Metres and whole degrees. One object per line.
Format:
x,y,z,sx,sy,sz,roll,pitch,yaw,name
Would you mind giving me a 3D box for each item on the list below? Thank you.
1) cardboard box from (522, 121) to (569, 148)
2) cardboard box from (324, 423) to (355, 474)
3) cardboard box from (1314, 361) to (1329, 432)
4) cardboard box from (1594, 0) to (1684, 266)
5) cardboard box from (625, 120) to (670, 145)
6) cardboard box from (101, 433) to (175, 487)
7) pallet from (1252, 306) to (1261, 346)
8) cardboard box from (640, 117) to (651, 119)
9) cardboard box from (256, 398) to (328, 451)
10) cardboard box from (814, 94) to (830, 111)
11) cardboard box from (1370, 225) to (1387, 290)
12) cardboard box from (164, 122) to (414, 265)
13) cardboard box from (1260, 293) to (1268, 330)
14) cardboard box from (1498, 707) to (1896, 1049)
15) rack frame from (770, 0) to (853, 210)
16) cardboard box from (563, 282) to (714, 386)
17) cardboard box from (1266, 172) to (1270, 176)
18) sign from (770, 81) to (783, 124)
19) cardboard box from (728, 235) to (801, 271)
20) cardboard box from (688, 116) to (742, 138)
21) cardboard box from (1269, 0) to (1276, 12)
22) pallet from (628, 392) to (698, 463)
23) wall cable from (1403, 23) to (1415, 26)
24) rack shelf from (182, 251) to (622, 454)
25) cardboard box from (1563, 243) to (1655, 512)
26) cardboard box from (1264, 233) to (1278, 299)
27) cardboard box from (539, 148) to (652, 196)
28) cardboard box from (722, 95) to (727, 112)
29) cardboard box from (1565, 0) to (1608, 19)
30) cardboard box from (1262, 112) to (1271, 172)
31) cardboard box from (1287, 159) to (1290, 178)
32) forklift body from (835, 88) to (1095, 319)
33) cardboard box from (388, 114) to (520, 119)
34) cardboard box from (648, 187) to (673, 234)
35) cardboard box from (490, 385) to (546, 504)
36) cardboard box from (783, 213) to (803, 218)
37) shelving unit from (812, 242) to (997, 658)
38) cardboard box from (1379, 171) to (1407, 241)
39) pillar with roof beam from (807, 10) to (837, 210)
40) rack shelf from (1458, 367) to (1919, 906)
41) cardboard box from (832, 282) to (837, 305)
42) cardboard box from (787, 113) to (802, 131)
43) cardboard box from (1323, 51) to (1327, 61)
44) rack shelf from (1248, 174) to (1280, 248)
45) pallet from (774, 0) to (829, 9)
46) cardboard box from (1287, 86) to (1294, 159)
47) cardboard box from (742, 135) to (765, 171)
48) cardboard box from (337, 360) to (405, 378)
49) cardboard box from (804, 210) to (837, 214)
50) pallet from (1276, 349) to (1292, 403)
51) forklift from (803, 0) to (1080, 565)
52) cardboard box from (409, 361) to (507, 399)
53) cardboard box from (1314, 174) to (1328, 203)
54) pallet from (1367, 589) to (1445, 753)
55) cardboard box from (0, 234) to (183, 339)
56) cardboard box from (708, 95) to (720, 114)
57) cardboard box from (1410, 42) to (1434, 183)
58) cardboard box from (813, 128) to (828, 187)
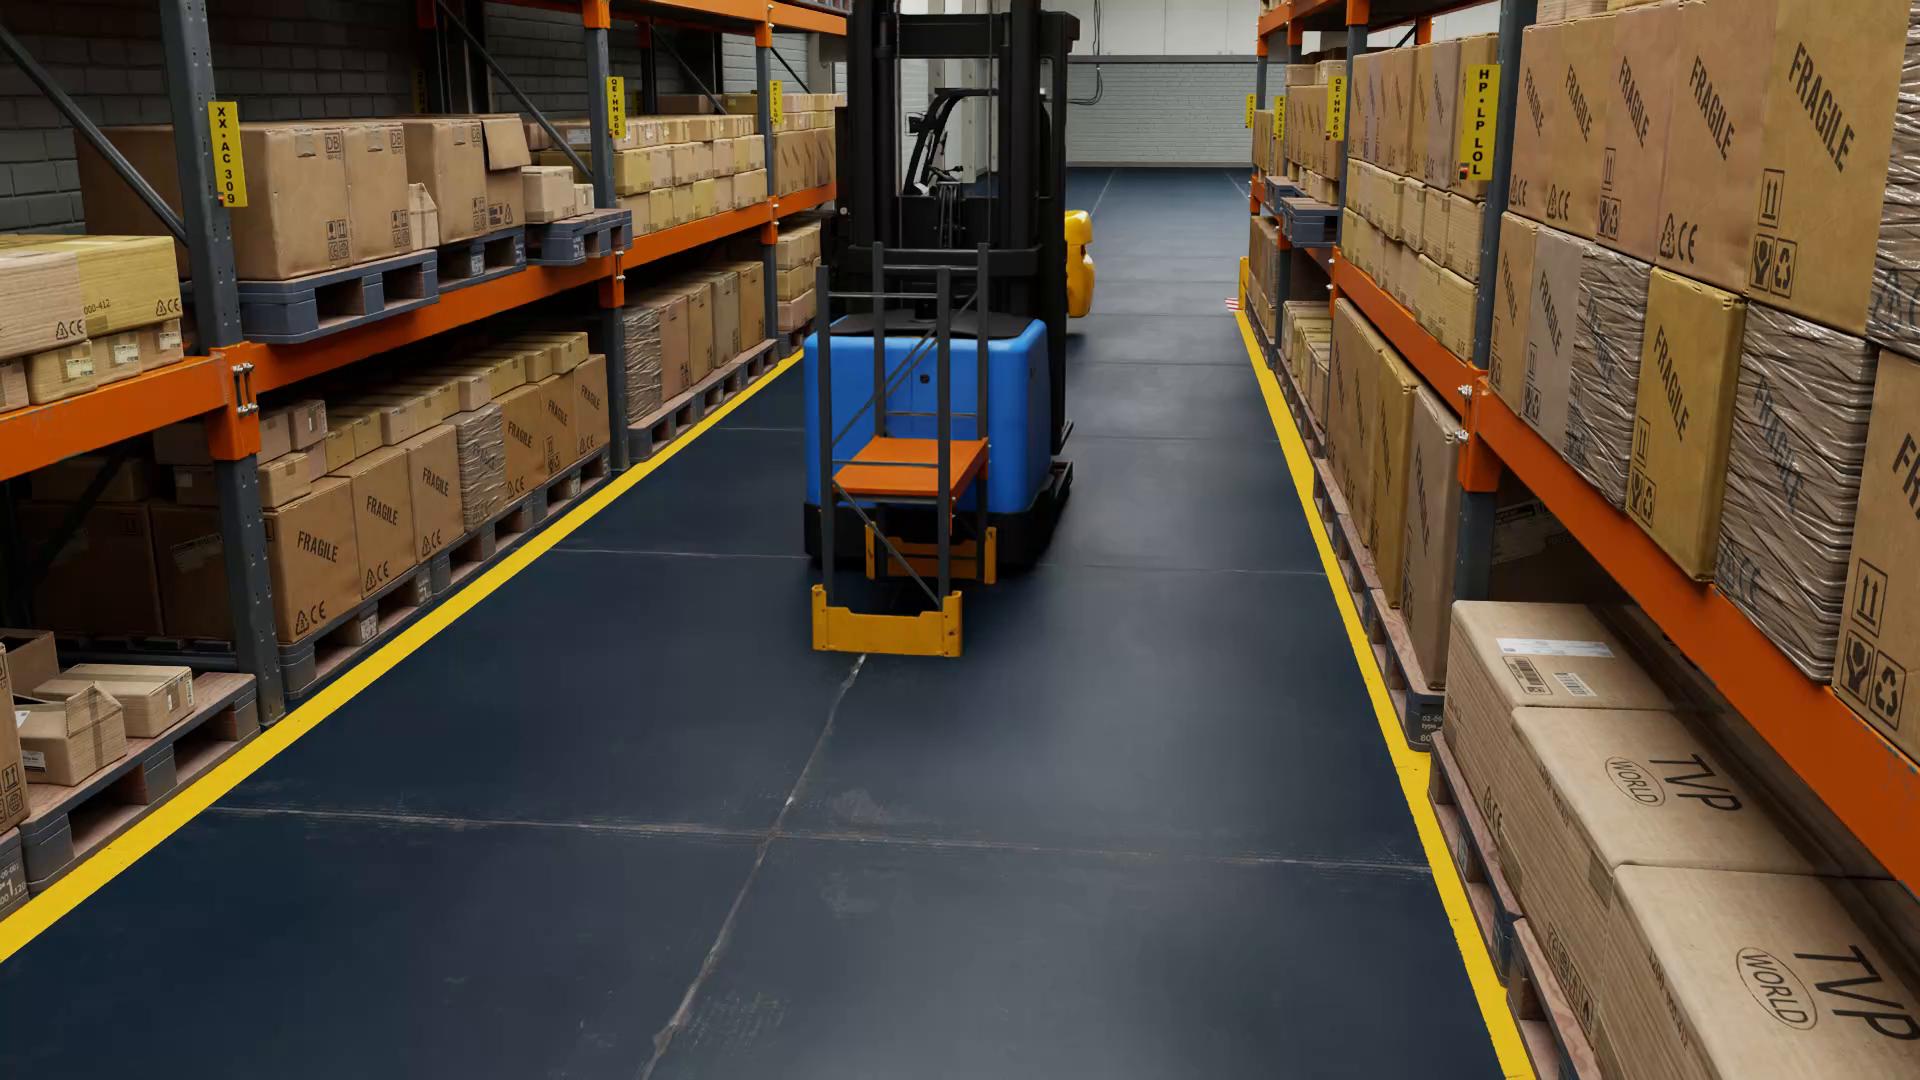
-2.582,-2.450,10.042,0.380,0.149,0.250,2,15,6,cardboard box
-2.601,-0.360,6.488,0.380,0.149,0.250,1,15,3,cardboard box
2.580,-0.797,9.593,0.950,0.372,0.625,1,15,2,cardboard box
1.628,-0.830,3.379,0.500,0.500,0.500,2,15,7,cardboard box
-2.050,-2.568,10.479,0.380,0.149,0.250,2,15,7,cardboard box
-3.098,-0.306,6.288,0.380,0.149,0.250,2,15,6,cardboard box
3.133,-1.900,14.786,1.003,0.211,1.213,2,15,6,pallet
-2.400,-2.912,11.752,0.380,0.149,0.250,2,15,6,cardboard box
-2.591,-0.431,6.182,0.380,0.149,0.250,1,15,4,cardboard box
-1.399,-4.009,15.236,0.380,0.149,0.250,2,15,7,cardboard box
2.096,-1.255,7.344,0.500,0.250,0.500,2,15,8,cardboard box
-2.542,-1.329,6.333,0.700,0.500,0.500,2,15,7,cardboard box
2.807,-1.929,14.013,0.500,0.250,0.500,1,15,5,cardboard box
1.777,0.747,3.757,0.875,0.438,0.875,1,15,5,cardboard box
-1.523,-3.937,16.974,1.000,3.000,0.127,2,15,6,rack frame
-2.200,-1.424,11.426,0.875,0.625,0.625,1,15,4,cardboard box
2.854,-3.122,14.442,0.380,0.149,0.250,2,15,7,cardboard box
-1.434,-3.407,12.947,0.100,0.325,0.005,2,15,6,sign
-1.608,-2.374,13.741,0.500,0.250,0.500,1,15,5,cardboard box
-1.782,-2.964,11.943,0.380,0.149,0.250,1,15,5,cardboard box
2.907,-4.706,14.556,0.380,0.149,0.250,2,15,7,cardboard box
-2.294,-0.728,10.450,1.003,0.211,1.213,2,15,6,pallet
11.965,-16.543,45.585,2.305,6.003,0.169,2,15,6,wall cable
-2.652,-0.996,7.476,1.077,0.370,4.000,2,15,6,rack shelf
1.619,-0.354,3.534,0.500,0.500,0.500,2,15,7,cardboard box
2.813,-2.285,13.891,0.500,0.500,0.500,2,15,7,cardboard box
-2.108,-2.138,9.652,0.500,0.250,0.500,2,15,6,cardboard box
-1.722,-3.549,13.537,0.380,0.149,0.250,2,15,7,cardboard box
1.749,-1.382,4.177,0.380,0.149,0.250,2,15,7,cardboard box
2.919,-3.470,14.486,0.500,0.500,0.500,1,15,5,cardboard box
2.581,-2.701,12.083,0.380,0.149,0.250,2,15,7,cardboard box
0.075,-2.981,15.067,2.313,2.155,1.214,2,15,6,forklift body
-2.639,-1.984,8.756,0.500,0.500,0.500,2,15,9,cardboard box
-2.071,-2.028,10.201,0.500,0.250,0.500,1,15,5,cardboard box
-2.383,-0.477,8.162,0.500,0.500,0.500,2,15,9,cardboard box
-1.818,-3.046,16.228,0.500,0.250,0.500,2,15,6,cardboard box
-0.209,-0.415,6.824,0.587,1.500,1.083,2,15,9,shelving unit
2.006,-1.367,6.802,0.500,0.250,0.500,2,15,7,cardboard box
2.457,-8.108,20.908,9.100,9.000,0.400,2,15,6,pillar with roof beam
1.829,0.187,3.103,1.077,0.370,4.000,2,15,6,rack shelf
-1.430,-2.287,15.338,0.500,0.250,0.500,2,15,8,cardboard box
-1.546,-3.533,14.047,0.380,0.149,0.250,2,15,7,cardboard box
3.386,-3.798,13.783,0.700,0.500,0.500,1,15,5,cardboard box
3.183,-2.925,14.613,1.077,0.370,4.000,2,15,6,rack shelf
-1.764,-4.842,14.745,1.003,0.211,1.213,2,15,6,pallet
2.564,-2.906,11.595,0.500,0.500,0.500,2,15,6,cardboard box
-1.776,-2.933,12.593,0.500,0.250,0.500,1,15,5,cardboard box
-2.904,-0.773,8.016,0.380,0.149,0.250,1,15,5,cardboard box
-1.265,-3.166,16.672,0.500,0.250,0.500,2,15,8,cardboard box
2.871,-1.206,12.218,1.003,0.211,1.213,2,15,6,pallet
0.023,-1.642,8.618,1.130,2.935,3.031,2,15,9,forklift
-2.406,-0.765,7.986,0.380,0.149,0.250,1,15,5,cardboard box
2.252,-2.028,9.593,0.380,0.149,0.250,2,15,6,cardboard box
2.067,0.465,6.039,1.003,0.211,1.213,2,15,6,pallet
-2.693,-0.756,4.930,0.500,0.250,0.500,2,15,8,cardboard box
-2.169,-3.560,13.576,0.380,0.149,0.250,1,15,5,cardboard box
1.984,-1.599,6.221,0.500,0.500,0.500,2,15,8,cardboard box
-1.489,-3.452,14.989,0.500,0.500,0.500,2,15,7,cardboard box
